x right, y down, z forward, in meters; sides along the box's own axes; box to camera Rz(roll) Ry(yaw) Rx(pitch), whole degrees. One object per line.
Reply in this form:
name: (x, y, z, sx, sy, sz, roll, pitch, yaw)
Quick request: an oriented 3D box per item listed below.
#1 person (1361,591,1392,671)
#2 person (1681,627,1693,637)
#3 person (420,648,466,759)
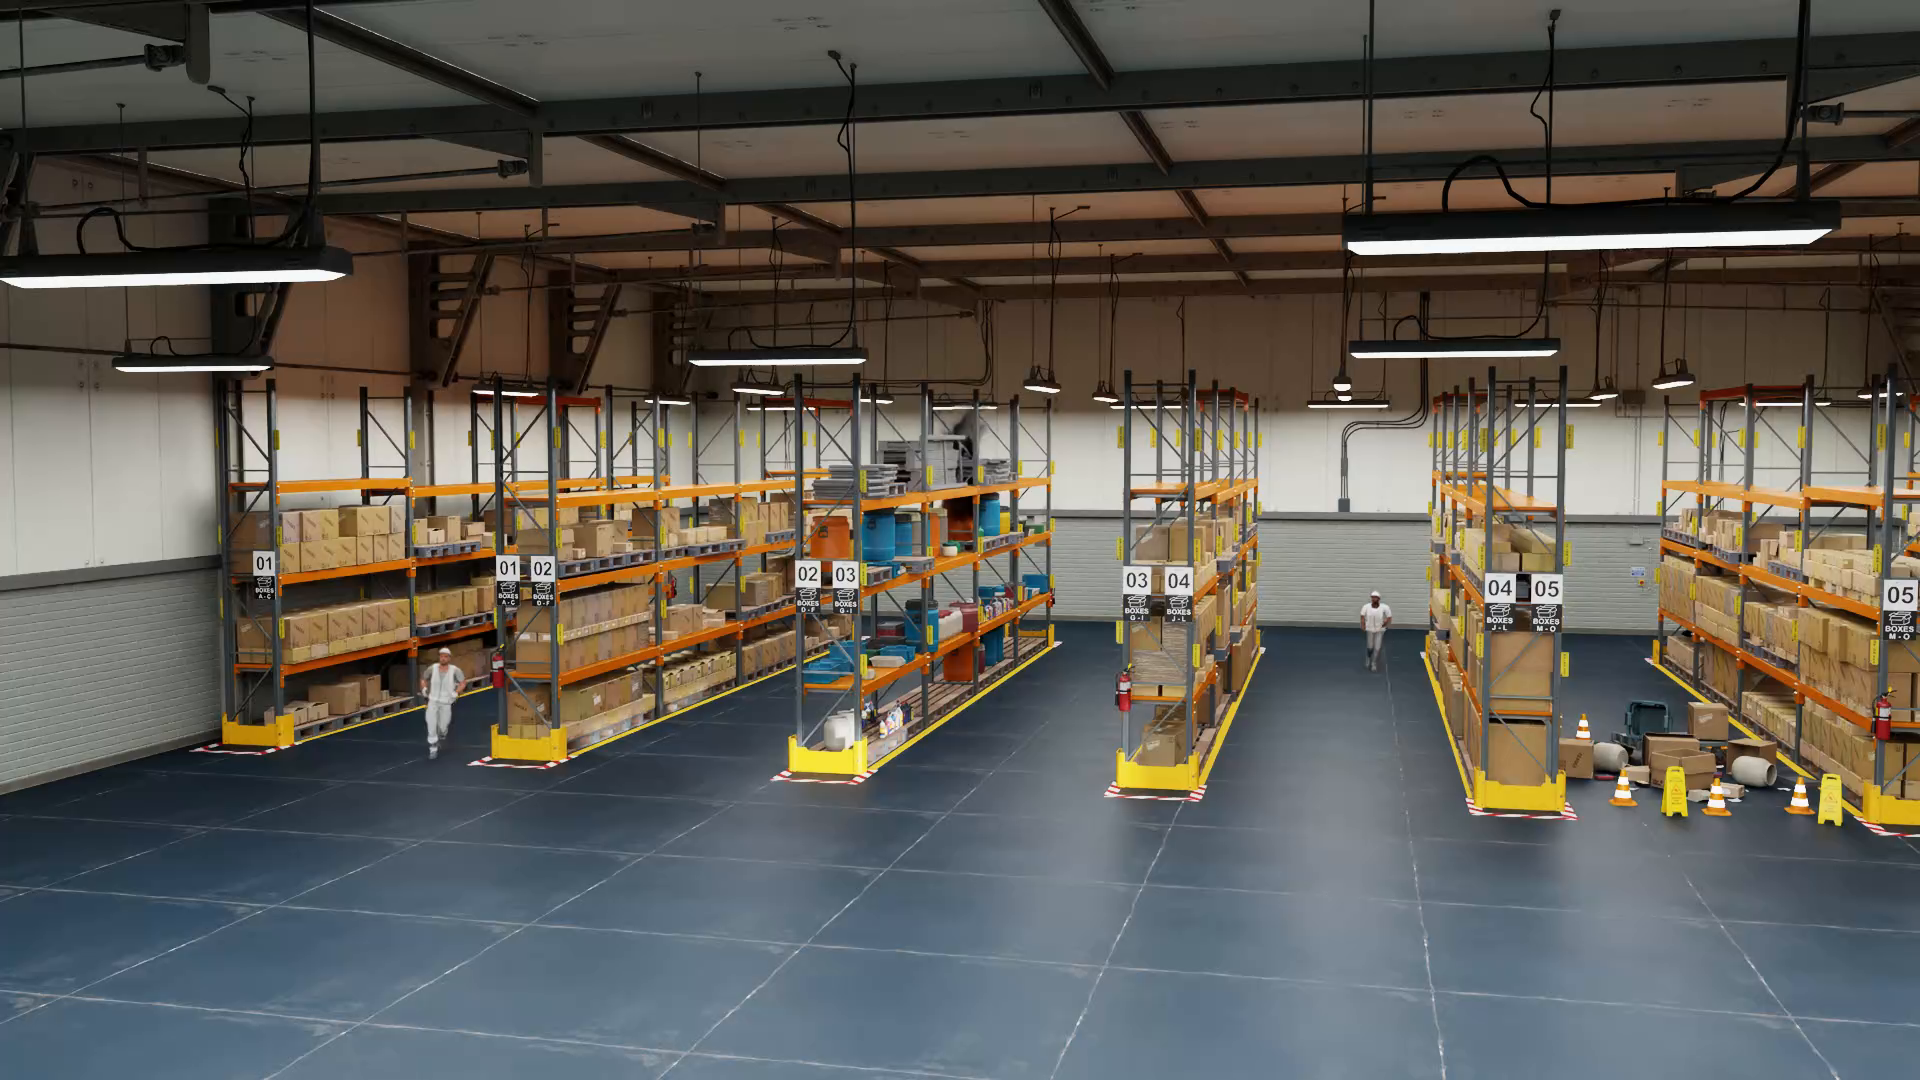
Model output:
person: (9.005, 1.976, 36.021, 0.681, 1.729, 0.594, 1, 4, 19)
person: (16.871, 1.921, 38.245, 0.618, 1.574, 0.729, 2, 4, 32)
person: (-8.200, 2.568, 26.360, 0.692, 1.734, 0.655, 0, 3, -6)
